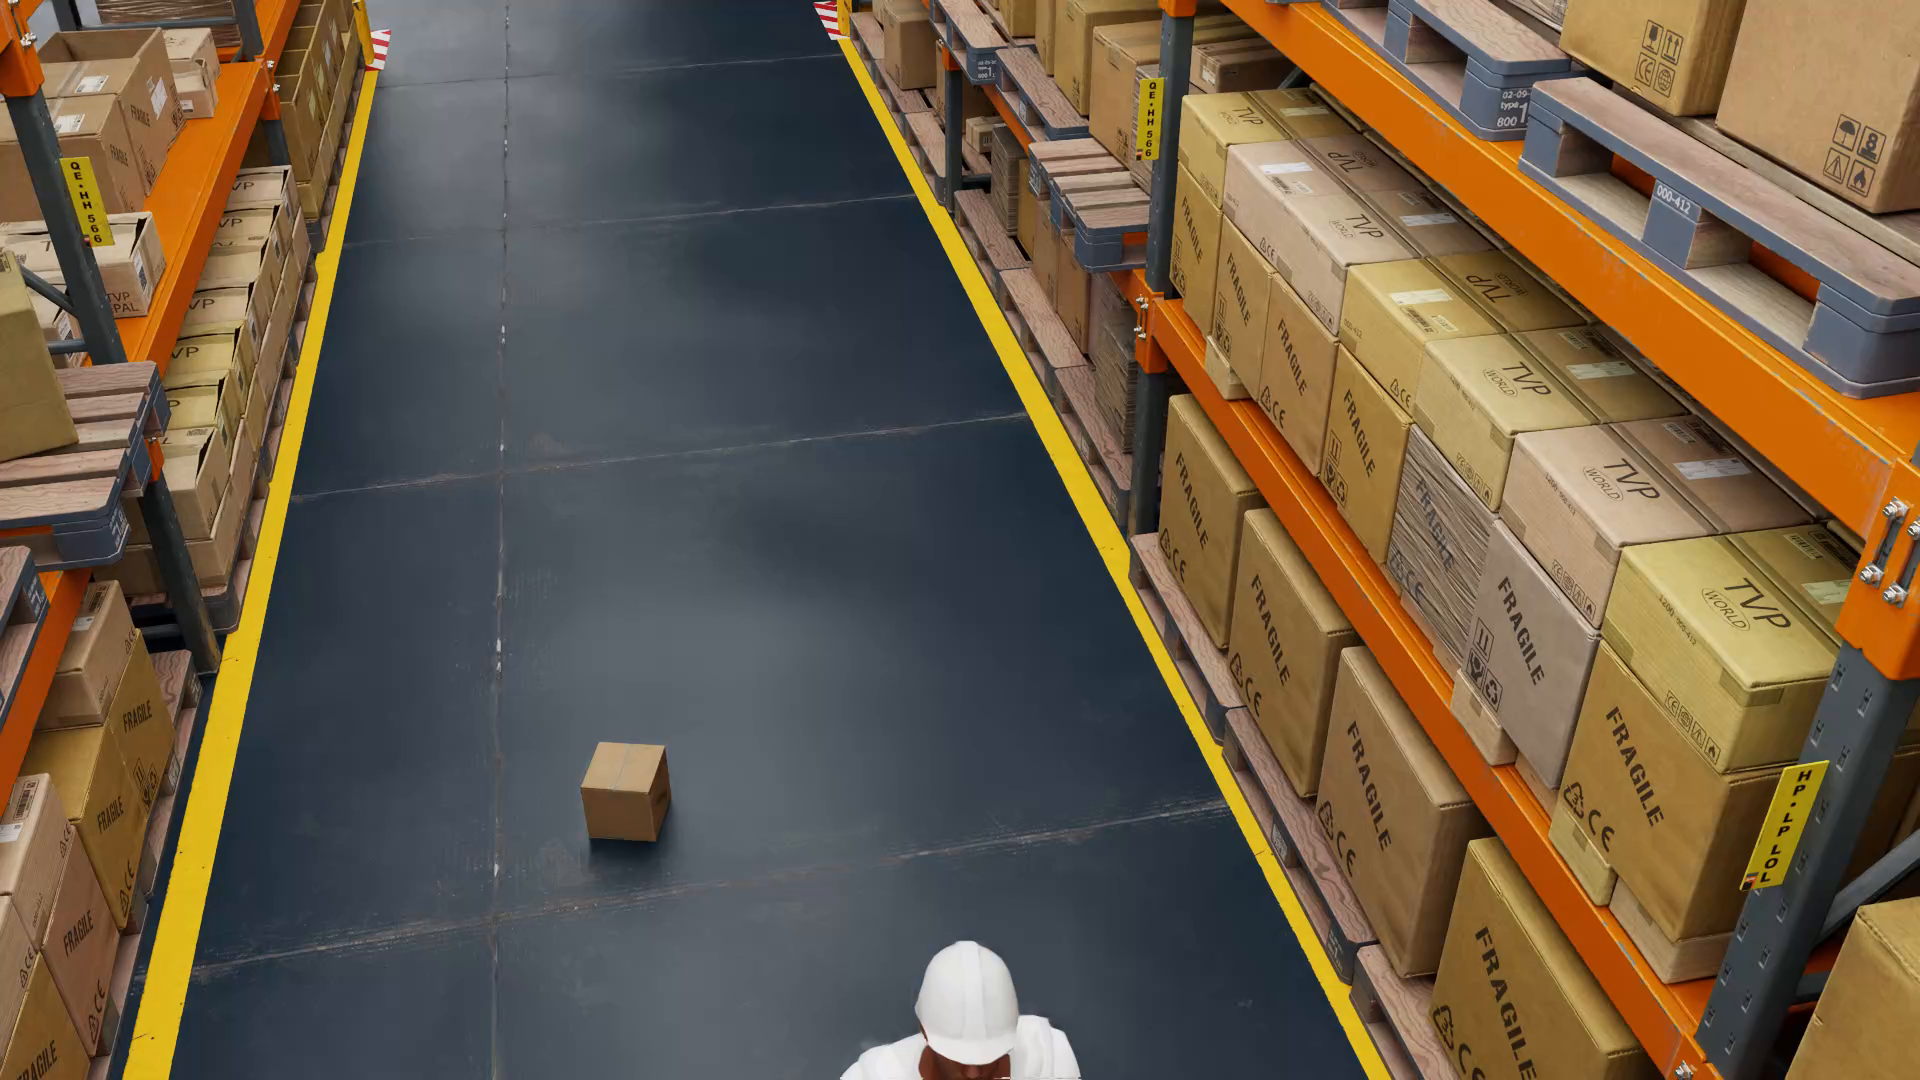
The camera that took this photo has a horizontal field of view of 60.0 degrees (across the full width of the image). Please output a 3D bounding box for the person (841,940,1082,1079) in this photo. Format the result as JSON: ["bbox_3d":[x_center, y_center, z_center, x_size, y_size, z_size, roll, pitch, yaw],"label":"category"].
[{"bbox_3d":[0.036,1.629,3.717,0.566,1.804,0.483,-10,36,-15],"label":"person"}]
